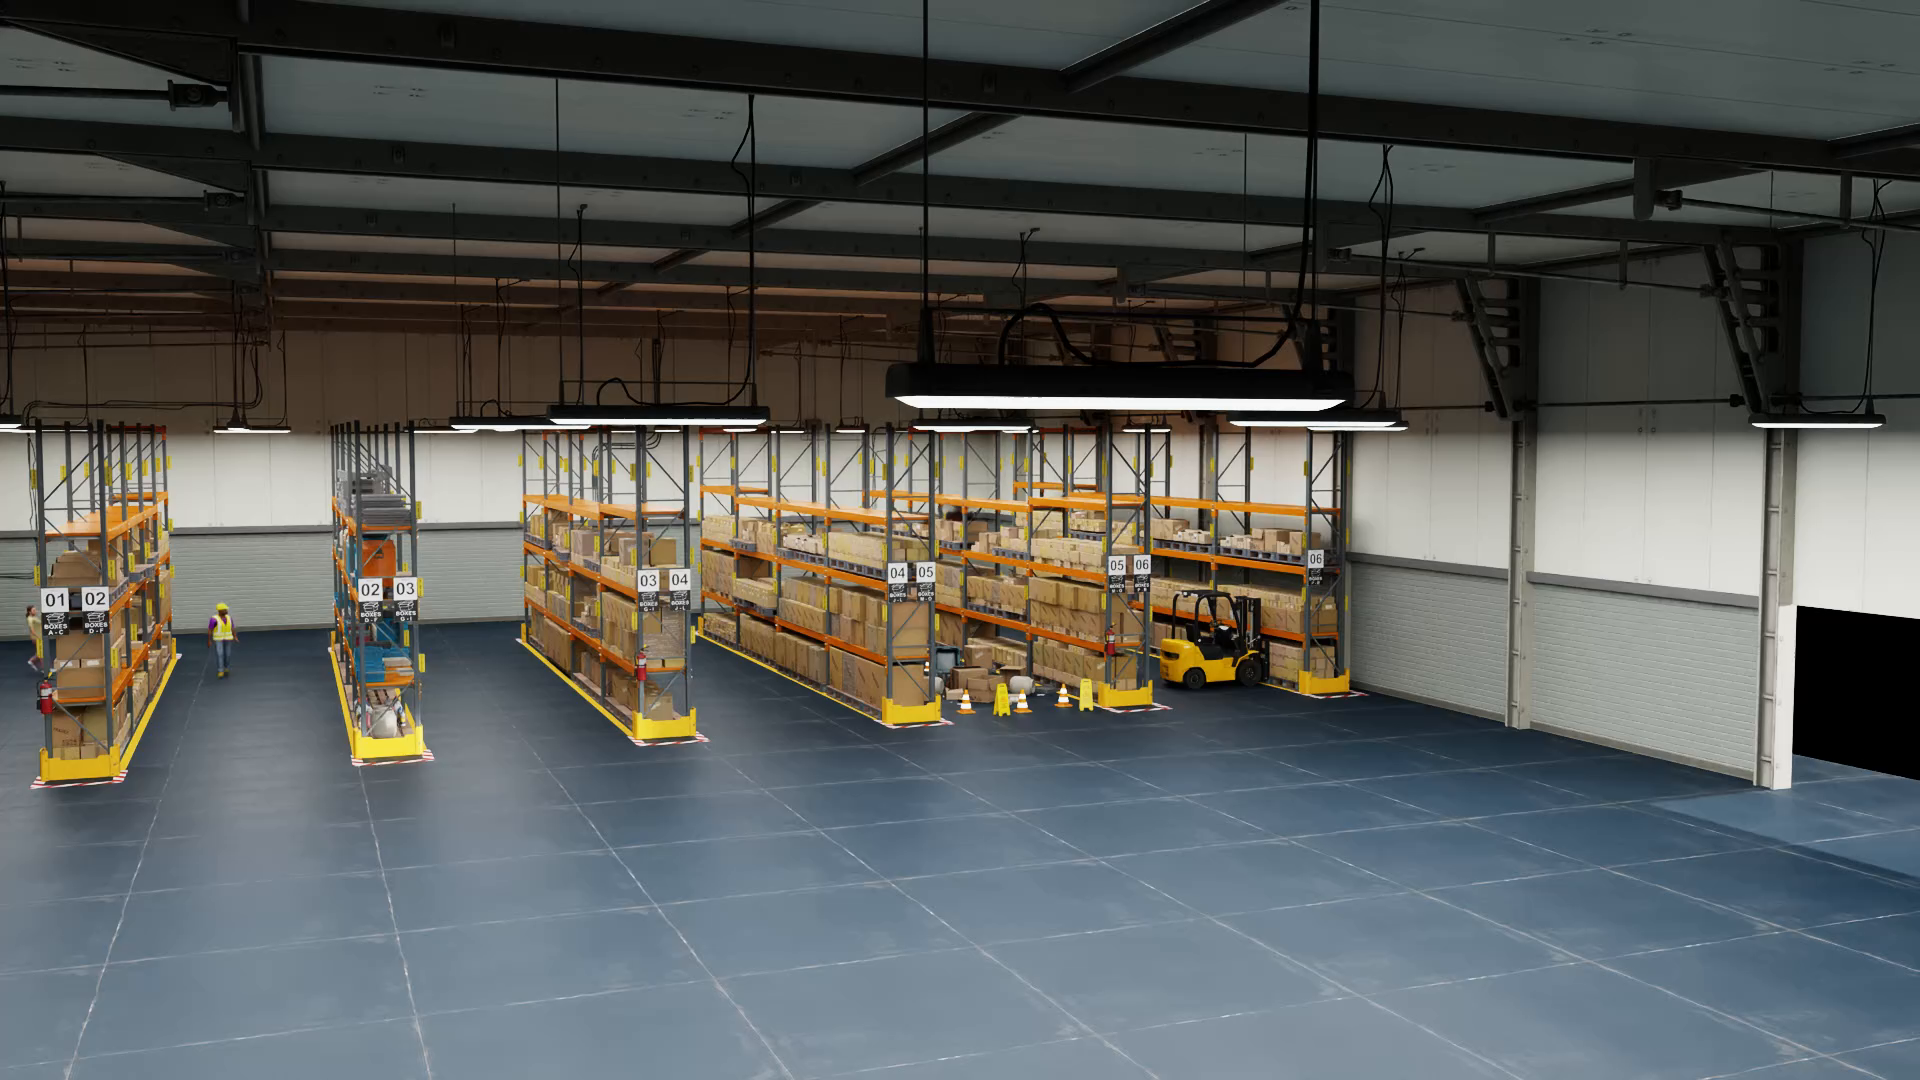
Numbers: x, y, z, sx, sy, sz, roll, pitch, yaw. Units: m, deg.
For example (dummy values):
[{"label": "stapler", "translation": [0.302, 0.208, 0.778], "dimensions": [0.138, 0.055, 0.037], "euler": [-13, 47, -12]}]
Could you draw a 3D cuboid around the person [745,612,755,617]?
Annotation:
[{"label": "person", "translation": [-6.297, 1.699, 50.159], "dimensions": [0.589, 1.783, 0.476], "euler": [-1, 4, -9]}]

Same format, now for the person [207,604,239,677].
[{"label": "person", "translation": [-17.527, 2.371, 39.542], "dimensions": [0.711, 1.713, 1.038], "euler": [-2, 4, -30]}]

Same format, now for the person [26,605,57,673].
[{"label": "person", "translation": [-22.129, 2.383, 40.032], "dimensions": [0.623, 1.656, 0.508], "euler": [-2, 4, -23]}]
